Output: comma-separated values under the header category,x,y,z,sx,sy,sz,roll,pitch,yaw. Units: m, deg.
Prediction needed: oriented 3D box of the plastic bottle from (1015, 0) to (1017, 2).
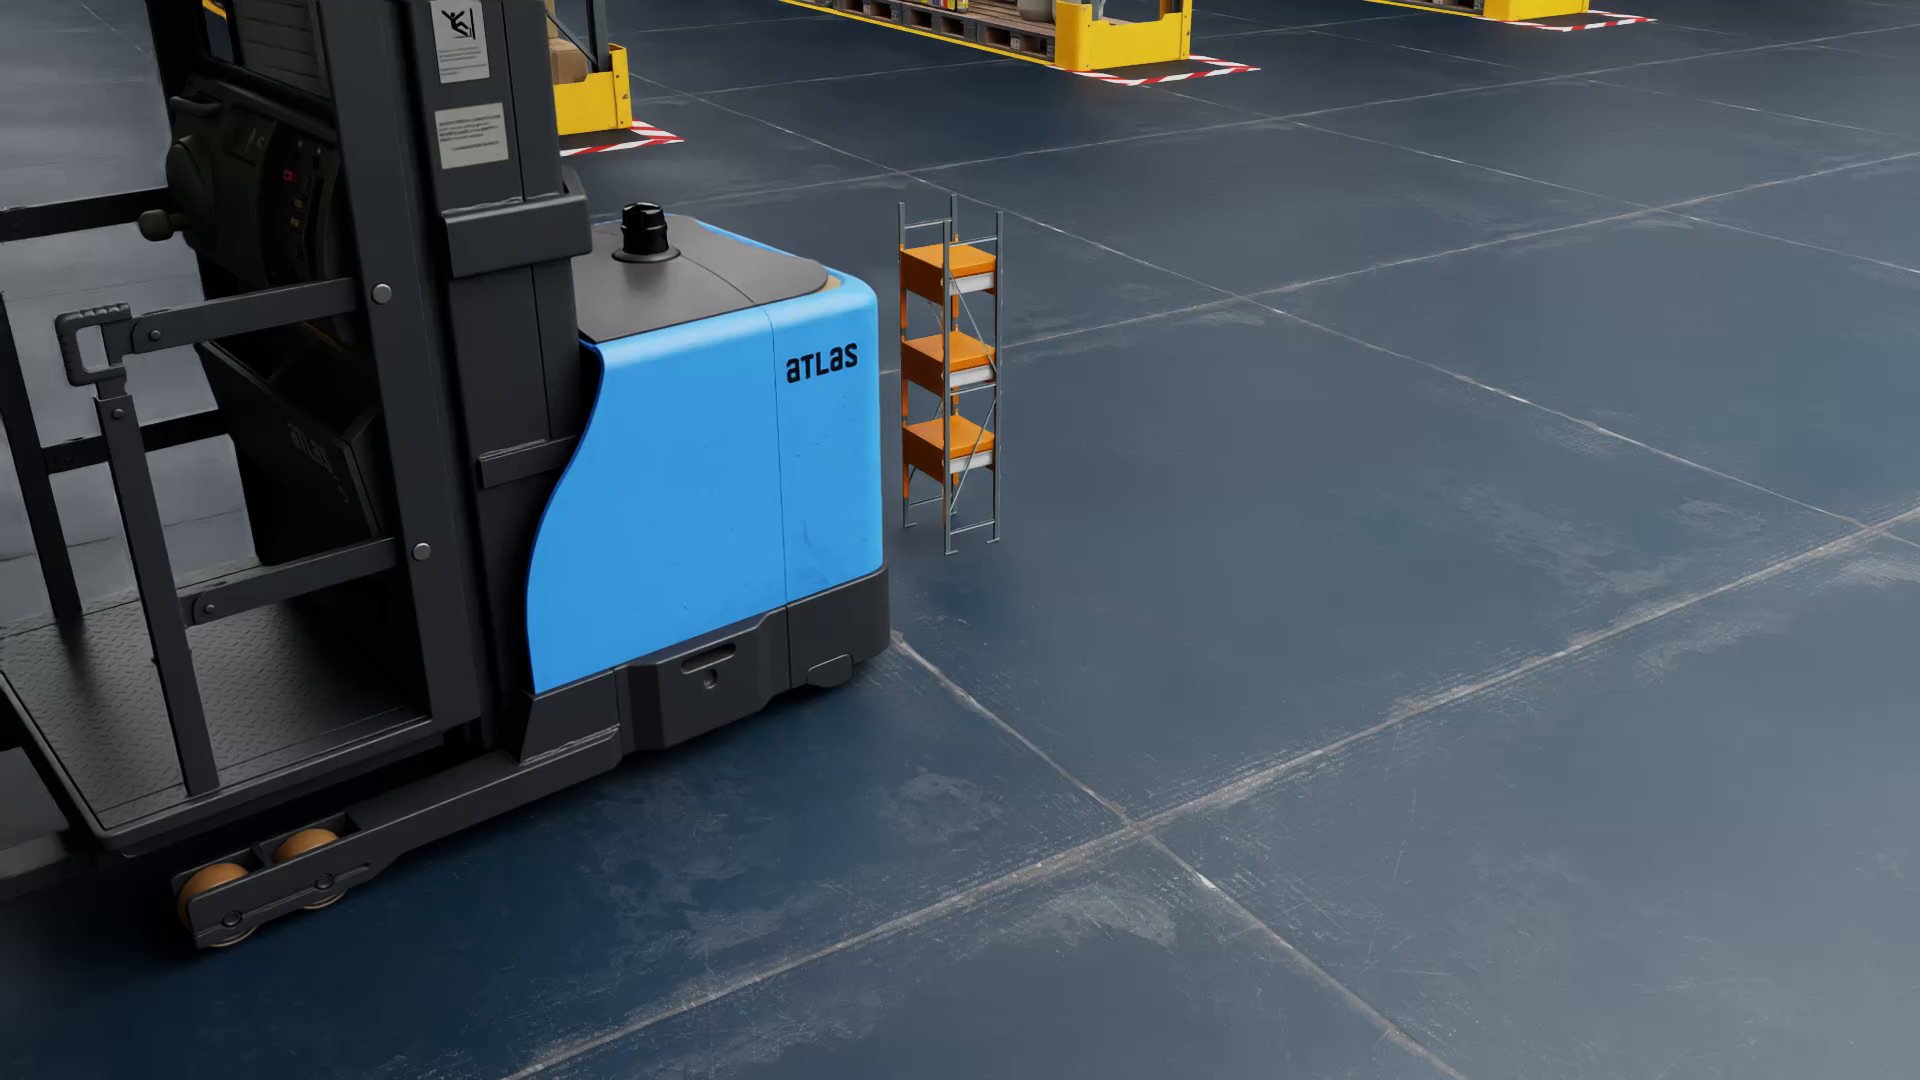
category,x,y,z,sx,sy,sz,roll,pitch,yaw
plastic bottle,0.557,-4.975,14.942,0.061,0.283,0.133,-15,29,-29

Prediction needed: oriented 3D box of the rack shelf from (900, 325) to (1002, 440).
category,x,y,z,sx,sy,sz,roll,pitch,yaw
rack shelf,-0.029,-0.484,5.071,0.215,0.259,0.240,-16,29,-30

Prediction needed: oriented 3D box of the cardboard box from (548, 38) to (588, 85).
category,x,y,z,sx,sy,sz,roll,pitch,yaw
cardboard box,-2.865,-3.235,11.319,0.500,0.250,0.500,-16,29,-30

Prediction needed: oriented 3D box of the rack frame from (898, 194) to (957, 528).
category,x,y,z,sx,sy,sz,roll,pitch,yaw
rack frame,-0.096,-0.538,5.159,0.200,1.050,0.008,-16,29,-30

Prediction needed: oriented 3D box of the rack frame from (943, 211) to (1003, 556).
category,x,y,z,sx,sy,sz,roll,pitch,yaw
rack frame,0.037,-0.450,4.974,0.200,1.050,0.008,-16,29,-30

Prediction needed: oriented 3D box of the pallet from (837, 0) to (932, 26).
category,x,y,z,sx,sy,sz,roll,pitch,yaw
pallet,-0.458,-5.118,15.844,1.003,0.211,1.213,-16,29,-30

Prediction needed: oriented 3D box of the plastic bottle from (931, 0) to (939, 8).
category,x,y,z,sx,sy,sz,roll,pitch,yaw
plastic bottle,-0.167,-4.866,14.720,0.152,0.276,0.135,-16,30,-31

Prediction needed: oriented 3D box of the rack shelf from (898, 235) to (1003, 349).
category,x,y,z,sx,sy,sz,roll,pitch,yaw
rack shelf,-0.029,-0.741,4.950,0.215,0.259,0.240,-16,29,-30

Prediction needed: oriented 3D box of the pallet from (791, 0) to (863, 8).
category,x,y,z,sx,sy,sz,roll,pitch,yaw
pallet,-1.251,-5.640,16.949,1.003,0.211,1.213,-16,29,-30

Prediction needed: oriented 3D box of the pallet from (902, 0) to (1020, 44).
category,x,y,z,sx,sy,sz,roll,pitch,yaw
pallet,0.212,-4.681,14.919,1.003,0.211,1.213,-16,29,-30

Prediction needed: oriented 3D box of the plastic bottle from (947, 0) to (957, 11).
category,x,y,z,sx,sy,sz,roll,pitch,yaw
plastic bottle,-0.055,-4.761,14.488,0.061,0.283,0.133,-15,29,-28

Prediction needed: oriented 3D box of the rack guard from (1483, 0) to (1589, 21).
category,x,y,z,sx,sy,sz,roll,pitch,yaw
rack guard,5.502,-5.249,15.784,1.175,0.500,0.348,-16,29,-30

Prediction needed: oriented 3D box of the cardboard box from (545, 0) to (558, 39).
category,x,y,z,sx,sy,sz,roll,pitch,yaw
cardboard box,-3.140,-3.753,11.537,0.500,0.500,0.500,-16,29,-30

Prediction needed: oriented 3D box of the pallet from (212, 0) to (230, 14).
category,x,y,z,sx,sy,sz,roll,pitch,yaw
pallet,-6.709,-5.342,16.319,1.003,0.211,1.213,-16,29,-30

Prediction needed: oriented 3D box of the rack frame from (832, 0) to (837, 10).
category,x,y,z,sx,sy,sz,roll,pitch,yaw
rack frame,-0.790,-6.629,15.778,1.000,3.000,0.127,-16,29,-30

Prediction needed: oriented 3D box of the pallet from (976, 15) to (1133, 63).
category,x,y,z,sx,sy,sz,roll,pitch,yaw
pallet,0.874,-4.245,13.995,1.003,0.211,1.213,-16,29,-30

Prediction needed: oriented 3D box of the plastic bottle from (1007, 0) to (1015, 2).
category,x,y,z,sx,sy,sz,roll,pitch,yaw
plastic bottle,0.478,-5.007,15.023,0.097,0.271,0.097,0,25,0

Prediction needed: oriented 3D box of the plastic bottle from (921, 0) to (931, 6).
category,x,y,z,sx,sy,sz,roll,pitch,yaw
plastic bottle,-0.261,-4.958,14.827,0.144,0.351,0.185,-14,29,-27

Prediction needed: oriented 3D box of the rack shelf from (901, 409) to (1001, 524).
category,x,y,z,sx,sy,sz,roll,pitch,yaw
rack shelf,-0.029,-0.233,5.190,0.215,0.259,0.240,-16,29,-30

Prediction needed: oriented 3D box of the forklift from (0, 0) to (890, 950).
category,x,y,z,sx,sy,sz,roll,pitch,yaw
forklift,-1.641,-0.734,3.372,3.031,2.935,1.130,-20,32,-36

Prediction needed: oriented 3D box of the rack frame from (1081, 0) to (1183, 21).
category,x,y,z,sx,sy,sz,roll,pitch,yaw
rack frame,1.393,-5.198,12.748,1.000,3.000,0.127,-16,29,-30

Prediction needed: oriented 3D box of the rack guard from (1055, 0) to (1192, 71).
category,x,y,z,sx,sy,sz,roll,pitch,yaw
rack guard,1.313,-4.084,13.316,1.175,0.500,0.348,-16,29,-30

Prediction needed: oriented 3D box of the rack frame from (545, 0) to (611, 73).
category,x,y,z,sx,sy,sz,roll,pitch,yaw
rack frame,-2.759,-4.045,10.305,1.000,3.000,0.127,-16,29,-30

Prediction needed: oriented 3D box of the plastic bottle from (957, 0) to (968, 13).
category,x,y,z,sx,sy,sz,roll,pitch,yaw
plastic bottle,0.024,-4.686,14.426,0.097,0.201,0.097,0,25,0

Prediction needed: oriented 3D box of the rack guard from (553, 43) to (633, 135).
category,x,y,z,sx,sy,sz,roll,pitch,yaw
rack guard,-2.746,-2.906,10.821,1.175,0.500,0.348,-16,29,-30

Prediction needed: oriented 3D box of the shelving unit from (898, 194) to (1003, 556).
category,x,y,z,sx,sy,sz,roll,pitch,yaw
shelving unit,-0.029,-0.494,5.066,0.215,1.050,0.252,-16,29,-30

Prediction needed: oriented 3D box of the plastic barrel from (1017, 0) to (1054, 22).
category,x,y,z,sx,sy,sz,roll,pitch,yaw
plastic barrel,0.697,-4.660,14.030,0.421,0.512,0.421,0,25,0

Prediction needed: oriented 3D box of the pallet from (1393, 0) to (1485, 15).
category,x,y,z,sx,sy,sz,roll,pitch,yaw
pallet,5.088,-5.417,16.479,1.003,0.211,1.213,-16,29,-30

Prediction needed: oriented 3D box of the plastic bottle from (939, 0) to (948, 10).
category,x,y,z,sx,sy,sz,roll,pitch,yaw
plastic bottle,-0.091,-4.817,14.615,0.152,0.276,0.135,-15,29,-29

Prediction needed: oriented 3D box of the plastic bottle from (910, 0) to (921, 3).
category,x,y,z,sx,sy,sz,roll,pitch,yaw
plastic bottle,-0.362,-5.025,14.968,0.144,0.351,0.185,-16,30,-30

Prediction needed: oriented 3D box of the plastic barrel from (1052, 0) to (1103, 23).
category,x,y,z,sx,sy,sz,roll,pitch,yaw
plastic barrel,0.970,-4.481,13.650,0.421,0.512,0.421,0,25,0
